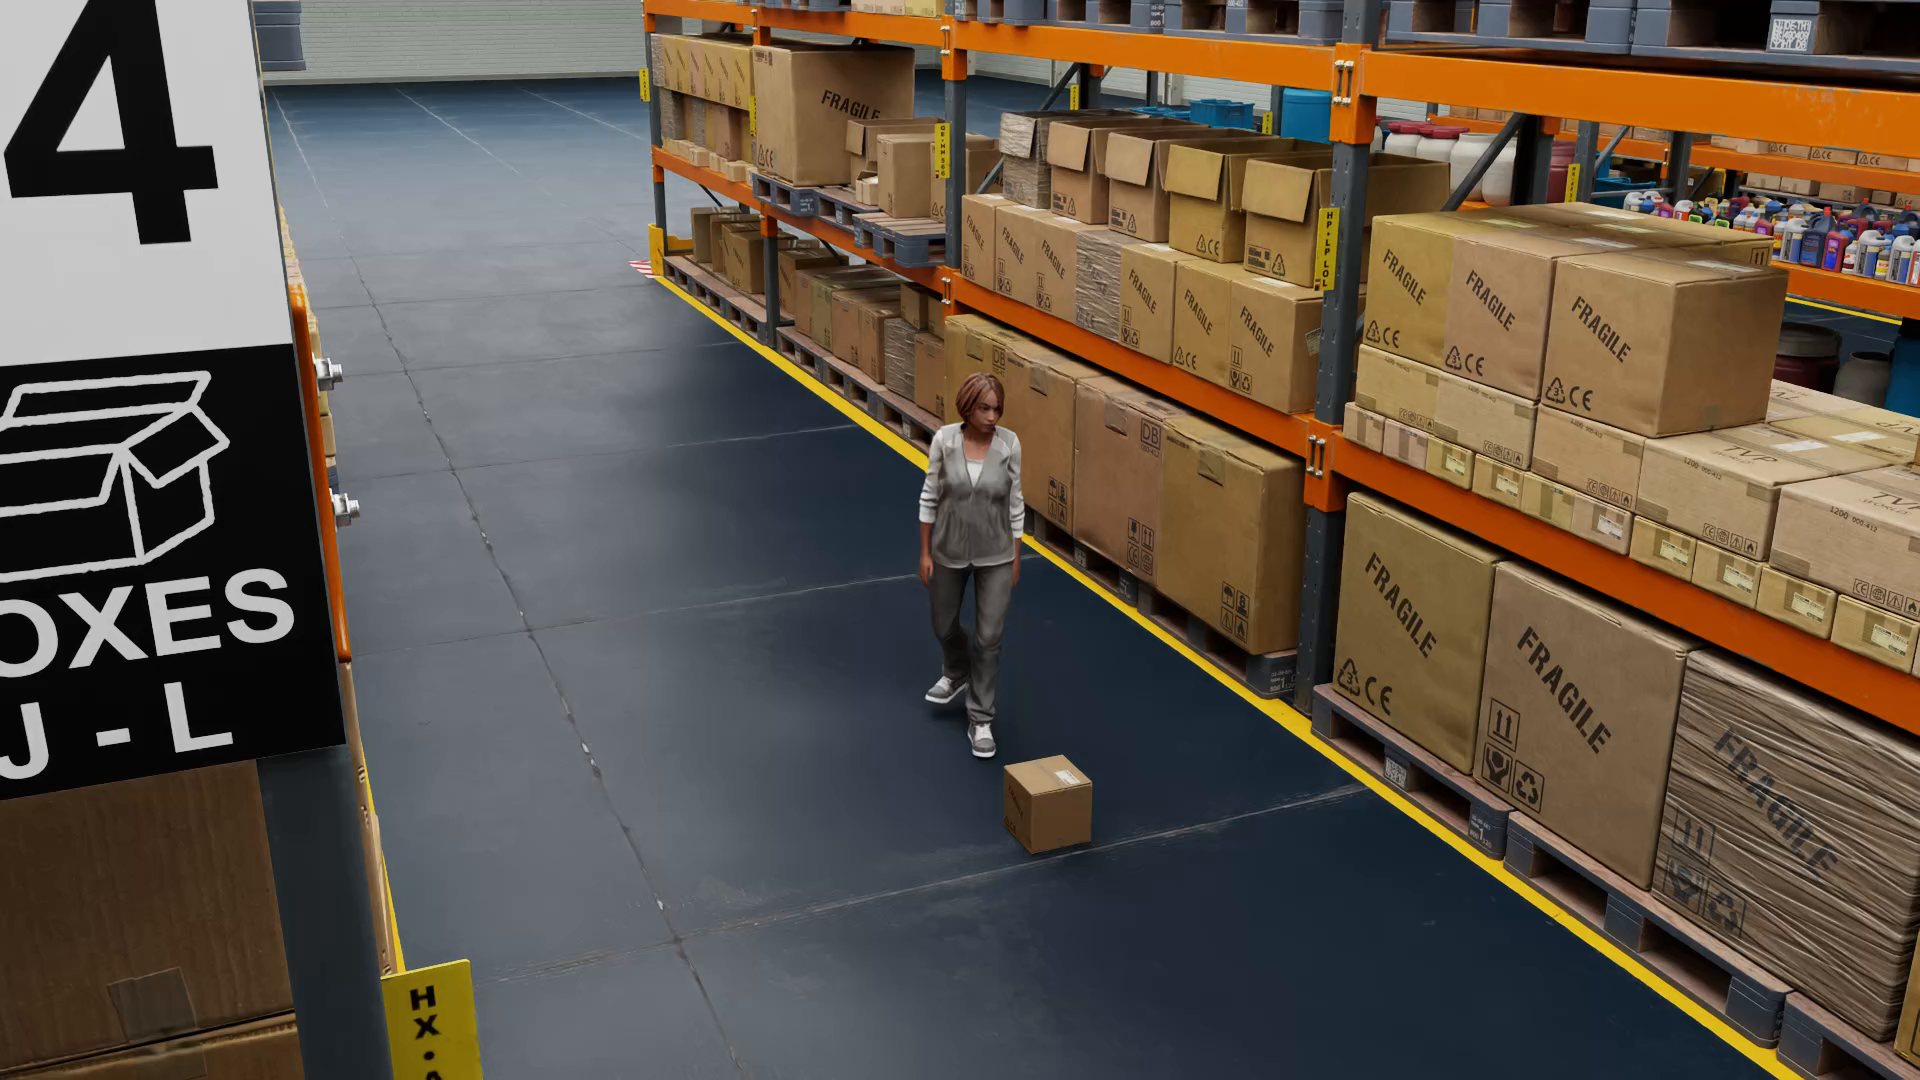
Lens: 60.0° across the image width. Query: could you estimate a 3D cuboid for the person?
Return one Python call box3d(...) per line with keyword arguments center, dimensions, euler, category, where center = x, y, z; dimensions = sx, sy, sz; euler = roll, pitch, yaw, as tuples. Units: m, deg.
box3d(center=(0.052, 0.061, 6.893), dimensions=(0.435, 1.593, 0.618), euler=(2, 19, 5), category="person")
